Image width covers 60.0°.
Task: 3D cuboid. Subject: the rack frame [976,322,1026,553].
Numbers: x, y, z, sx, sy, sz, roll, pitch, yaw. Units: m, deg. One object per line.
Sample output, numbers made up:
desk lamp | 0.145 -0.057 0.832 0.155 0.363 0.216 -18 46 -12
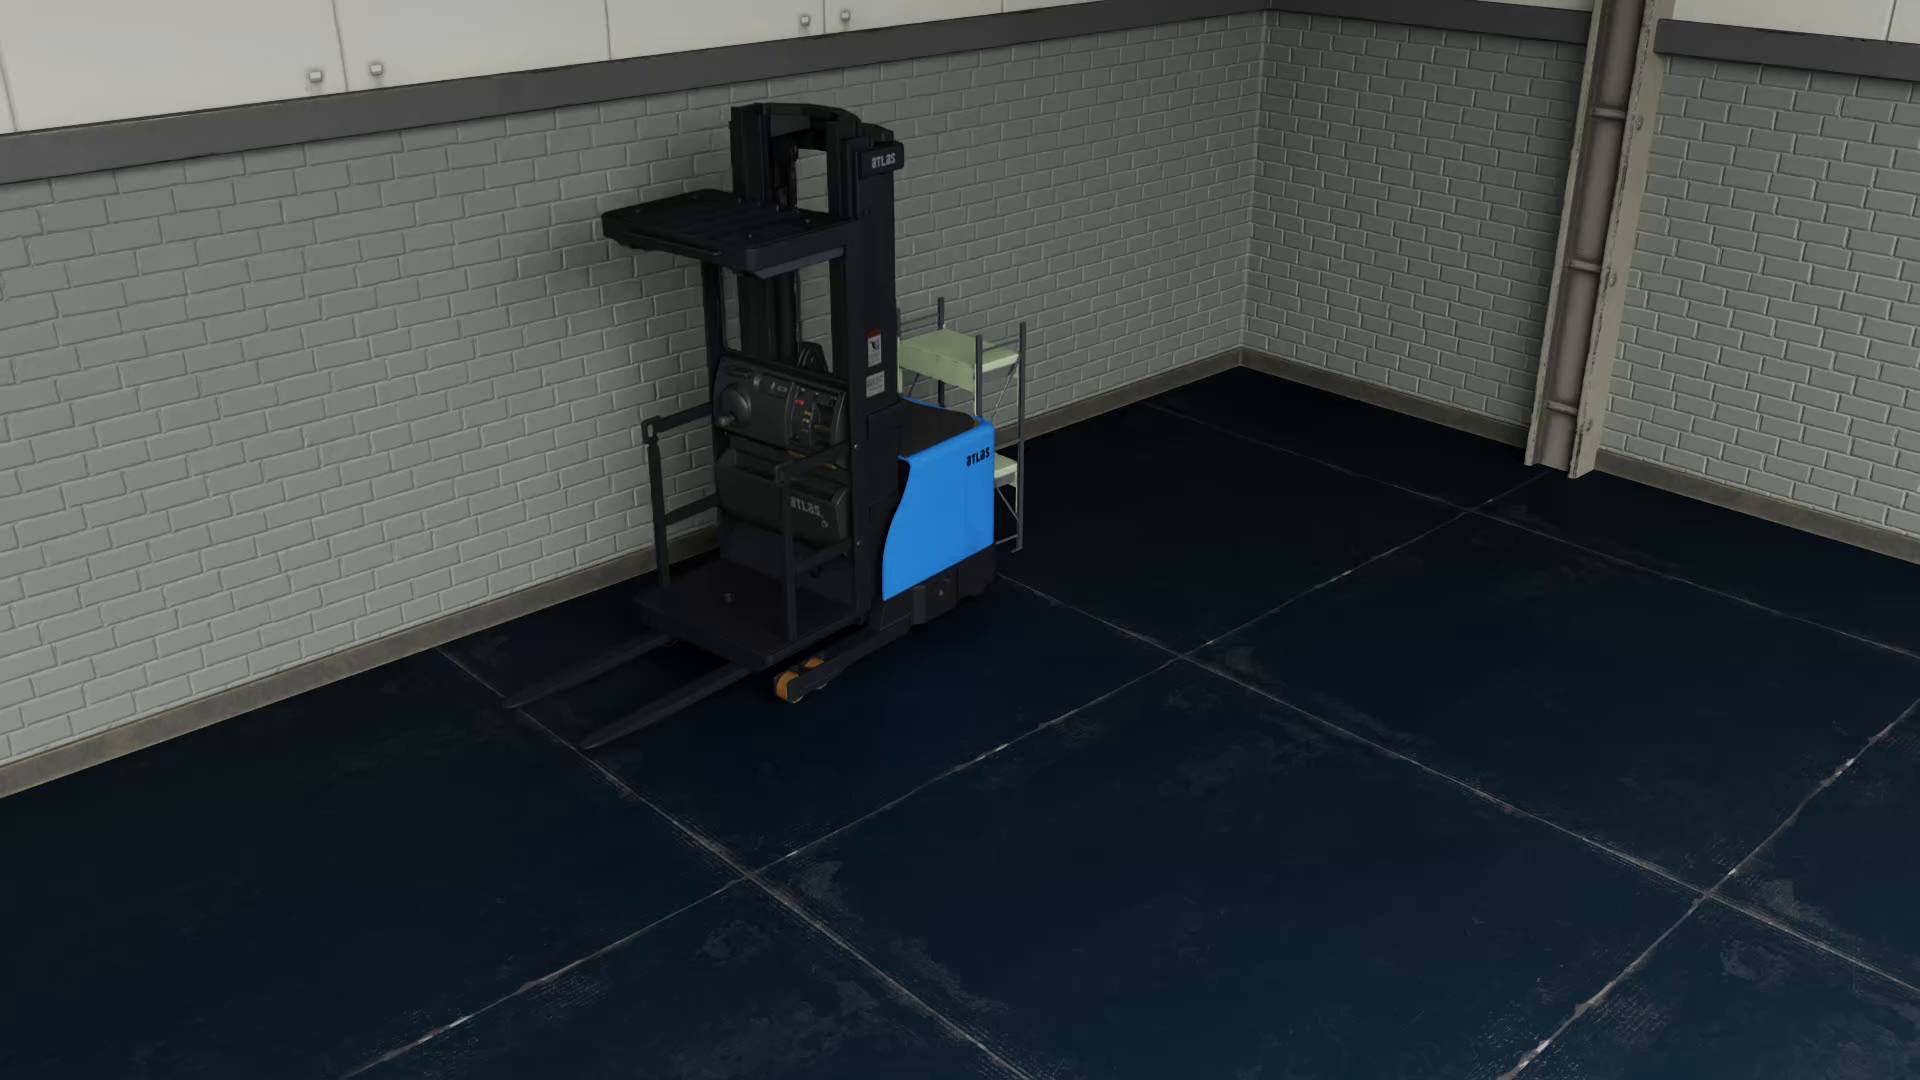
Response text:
rack frame | 0.246 -0.573 10.200 0.400 1.500 0.023 -21 32 -38

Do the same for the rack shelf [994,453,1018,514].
rack shelf | -0.005 -0.388 10.578 0.431 0.370 0.720 -21 32 -38

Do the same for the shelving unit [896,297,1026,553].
shelving unit | -0.005 -0.684 10.443 0.431 1.500 0.755 -21 32 -38

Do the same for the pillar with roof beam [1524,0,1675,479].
pillar with roof beam | 1.153 -3.405 7.372 9.100 9.000 0.400 -21 32 -38

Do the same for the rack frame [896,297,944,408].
rack frame | -0.255 -0.795 10.686 0.400 1.500 0.023 -21 32 -38

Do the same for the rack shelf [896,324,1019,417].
rack shelf | -0.005 -1.039 10.281 0.431 0.370 0.720 -21 32 -38

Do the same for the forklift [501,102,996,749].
forklift | -1.103 -0.700 8.752 1.130 2.935 3.031 19 30 35
